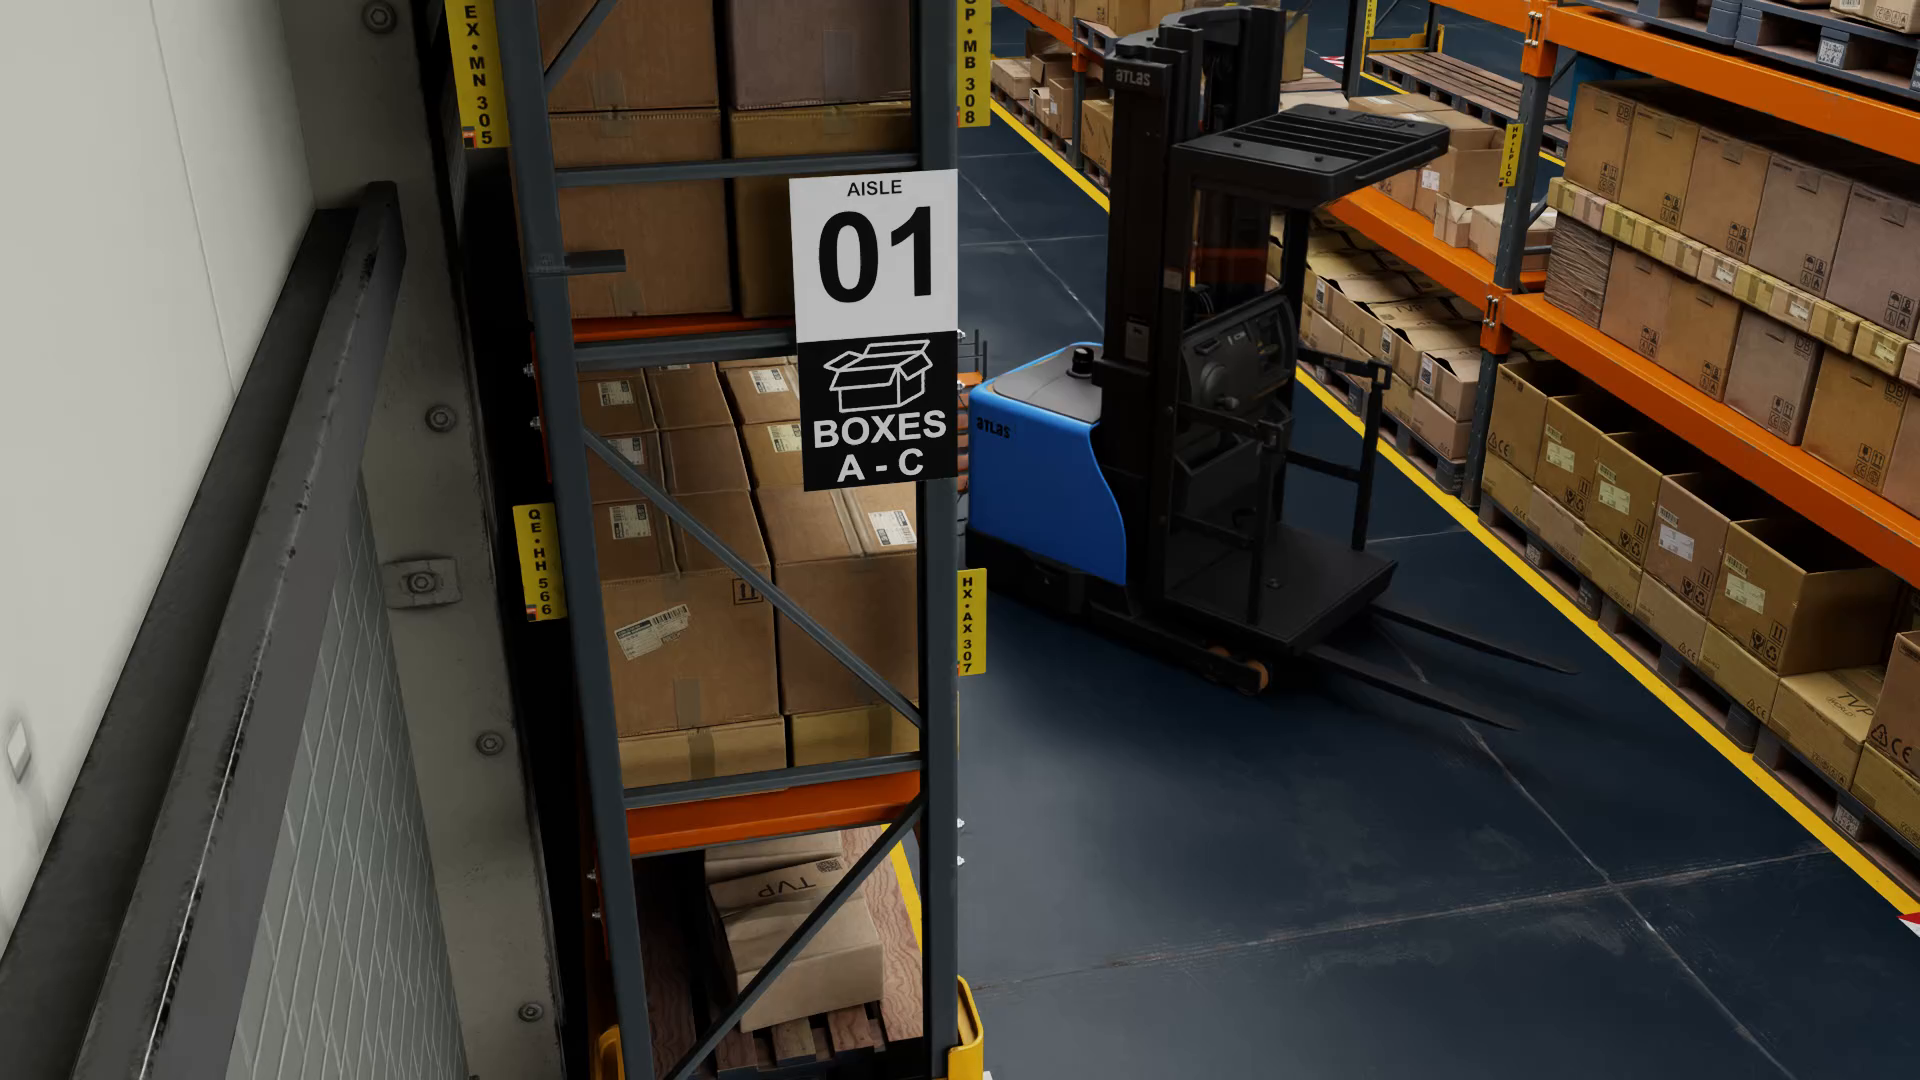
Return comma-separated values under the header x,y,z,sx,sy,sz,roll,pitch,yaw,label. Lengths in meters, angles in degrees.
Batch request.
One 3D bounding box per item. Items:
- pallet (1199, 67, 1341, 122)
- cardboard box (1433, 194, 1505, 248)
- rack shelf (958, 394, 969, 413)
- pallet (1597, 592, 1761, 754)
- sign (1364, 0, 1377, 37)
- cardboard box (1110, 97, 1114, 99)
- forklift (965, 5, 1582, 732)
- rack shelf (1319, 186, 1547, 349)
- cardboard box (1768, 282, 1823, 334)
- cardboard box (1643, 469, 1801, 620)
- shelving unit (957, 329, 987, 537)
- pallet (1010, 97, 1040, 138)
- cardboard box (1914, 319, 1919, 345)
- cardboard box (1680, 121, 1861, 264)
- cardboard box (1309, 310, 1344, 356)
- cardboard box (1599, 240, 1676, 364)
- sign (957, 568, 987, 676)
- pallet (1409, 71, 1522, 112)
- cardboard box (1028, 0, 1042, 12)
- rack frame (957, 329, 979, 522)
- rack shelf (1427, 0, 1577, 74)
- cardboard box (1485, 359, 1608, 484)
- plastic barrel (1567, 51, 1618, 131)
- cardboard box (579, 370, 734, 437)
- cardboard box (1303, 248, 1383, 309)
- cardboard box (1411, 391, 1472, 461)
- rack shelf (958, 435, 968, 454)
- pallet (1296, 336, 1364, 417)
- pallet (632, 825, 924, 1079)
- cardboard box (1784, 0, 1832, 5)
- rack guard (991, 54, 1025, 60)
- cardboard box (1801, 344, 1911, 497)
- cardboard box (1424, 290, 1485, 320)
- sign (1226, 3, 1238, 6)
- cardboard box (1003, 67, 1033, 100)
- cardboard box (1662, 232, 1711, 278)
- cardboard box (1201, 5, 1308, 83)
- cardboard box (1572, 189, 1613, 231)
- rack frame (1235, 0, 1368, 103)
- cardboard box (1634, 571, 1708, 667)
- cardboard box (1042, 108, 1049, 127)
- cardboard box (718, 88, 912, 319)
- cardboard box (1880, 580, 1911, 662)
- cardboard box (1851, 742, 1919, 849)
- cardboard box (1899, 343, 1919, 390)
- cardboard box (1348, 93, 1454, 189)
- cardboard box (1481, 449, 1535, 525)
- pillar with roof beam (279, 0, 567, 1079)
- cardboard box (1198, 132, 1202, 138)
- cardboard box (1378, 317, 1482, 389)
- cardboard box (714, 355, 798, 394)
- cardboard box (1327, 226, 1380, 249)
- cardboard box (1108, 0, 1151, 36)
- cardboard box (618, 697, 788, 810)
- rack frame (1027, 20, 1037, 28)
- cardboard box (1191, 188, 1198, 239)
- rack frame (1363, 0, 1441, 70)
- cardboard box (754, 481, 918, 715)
x,y,z,sx,sy,sz,roll,pitch,yaw,label
2.295,-3.554,13.175,1.213,0.211,1.003,-6,27,-12,pallet
3.040,-1.901,9.836,0.396,0.266,0.258,-7,28,-13,cardboard box
0.003,-0.704,8.879,0.258,0.103,0.180,-6,27,-12,rack shelf
3.834,0.542,7.942,1.003,0.211,1.213,-6,27,-12,pallet
3.056,-3.924,12.410,0.100,0.325,0.005,-6,27,-12,sign
1.526,-4.622,17.734,0.380,0.166,0.250,-6,27,-12,cardboard box
1.475,-0.848,7.678,3.031,2.935,1.130,21,34,36,forklift
2.967,-2.150,10.979,1.077,0.370,4.000,-6,27,-12,rack shelf
3.695,-1.000,7.072,0.380,0.149,0.250,-6,27,-12,cardboard box
3.557,0.006,7.663,0.500,0.500,0.500,-6,27,-12,cardboard box
0.003,-0.529,8.967,0.258,1.200,0.189,-6,27,-12,shelving unit
1.182,-4.698,18.325,1.003,0.211,1.213,-6,27,-12,pallet
4.090,-0.921,6.195,0.700,0.500,0.500,-7,28,-13,cardboard box
3.751,-1.581,7.503,0.700,0.500,0.500,-6,27,-12,cardboard box
2.700,-1.376,11.233,0.500,0.250,0.500,-5,27,-11,cardboard box
3.649,-1.213,8.213,0.700,0.500,0.500,-6,27,-12,cardboard box
0.022,0.226,4.513,0.100,0.325,0.005,-6,27,-12,sign
5.959,-5.217,19.352,1.003,0.211,1.213,-6,27,-12,pallet
1.016,-5.795,17.291,0.500,0.500,0.500,-5,27,-10,cardboard box
-0.017,-0.569,9.047,0.240,1.200,0.006,-6,27,-12,rack frame
2.967,-3.489,10.303,1.077,0.370,4.000,-6,27,-12,rack shelf
3.217,-0.653,8.967,0.500,0.500,0.500,-6,27,-12,cardboard box
6.547,-4.617,16.930,0.600,0.901,0.708,-6,27,-12,plastic barrel
-1.044,-0.243,5.715,0.500,0.500,0.500,-7,28,-13,cardboard box
2.587,-1.846,11.541,0.500,0.311,0.500,-7,28,-13,cardboard box
3.042,-0.706,9.905,0.500,0.250,0.500,-6,27,-12,cardboard box
0.003,-0.490,8.987,0.258,0.103,0.180,-6,27,-12,rack shelf
2.935,-1.204,11.402,1.003,0.211,1.213,-6,27,-12,pallet
-0.672,1.519,6.007,1.003,0.211,1.213,-6,27,-12,pallet
3.666,-2.493,6.794,0.797,0.503,0.637,-3,27,-6,cardboard box
0.730,-5.712,20.012,1.175,0.500,0.348,-6,27,-12,rack guard
3.997,-0.537,6.873,0.700,0.500,0.500,-6,27,-11,cardboard box
3.341,-1.458,10.772,0.500,0.311,0.500,-7,28,-13,cardboard box
1.989,-3.771,12.196,0.100,0.325,0.005,-6,27,-12,sign
0.785,-5.124,18.635,0.500,0.250,0.500,-6,27,-12,cardboard box
3.521,-1.341,7.748,0.380,0.149,0.250,-7,28,-13,cardboard box
2.264,-3.846,12.964,0.700,0.500,0.500,-16,31,-29,cardboard box
3.346,-1.680,8.418,0.380,0.149,0.250,-6,27,-11,cardboard box
2.516,-3.349,12.557,1.000,3.000,0.127,-6,27,-12,rack frame
3.560,0.340,7.833,0.500,0.250,0.500,-6,27,-12,cardboard box
1.067,-4.409,17.331,0.380,0.149,0.250,-6,27,-12,cardboard box
-0.338,-0.897,4.237,0.500,0.500,0.500,-5,27,-10,cardboard box
4.175,0.173,7.332,0.500,0.500,0.500,-6,27,-12,cardboard box
3.910,0.997,6.530,0.500,0.250,0.500,-6,27,-12,cardboard box
3.875,-0.657,6.393,0.380,0.149,0.250,-6,27,-11,cardboard box
2.910,-2.659,11.078,0.500,0.500,0.500,-7,28,-14,cardboard box
3.227,-0.319,9.138,0.500,0.250,0.500,-6,27,-12,cardboard box
2.687,-2.667,4.548,9.100,9.000,0.400,-6,27,-12,pillar with roof beam
2.060,-3.175,13.666,0.500,0.250,0.500,-5,27,-10,cardboard box
2.923,-1.180,10.222,0.500,0.311,0.500,-5,27,-10,cardboard box
-0.661,-0.520,6.264,0.500,0.500,0.500,-5,27,-10,cardboard box
2.997,-2.127,12.098,0.500,0.311,0.500,-6,27,-12,cardboard box
1.720,-4.811,14.876,0.700,0.500,0.500,-2,27,-3,cardboard box
-0.801,0.540,4.995,0.500,0.250,0.500,-6,27,-11,cardboard box
0.713,-6.861,19.515,1.000,3.000,0.127,-6,27,-12,rack frame
2.076,-2.816,13.787,0.500,0.500,0.500,-5,27,-10,cardboard box
5.540,-7.363,20.508,1.000,3.000,0.127,-6,27,-12,rack frame
-0.321,0.151,4.935,0.500,0.500,0.500,-6,27,-12,cardboard box
